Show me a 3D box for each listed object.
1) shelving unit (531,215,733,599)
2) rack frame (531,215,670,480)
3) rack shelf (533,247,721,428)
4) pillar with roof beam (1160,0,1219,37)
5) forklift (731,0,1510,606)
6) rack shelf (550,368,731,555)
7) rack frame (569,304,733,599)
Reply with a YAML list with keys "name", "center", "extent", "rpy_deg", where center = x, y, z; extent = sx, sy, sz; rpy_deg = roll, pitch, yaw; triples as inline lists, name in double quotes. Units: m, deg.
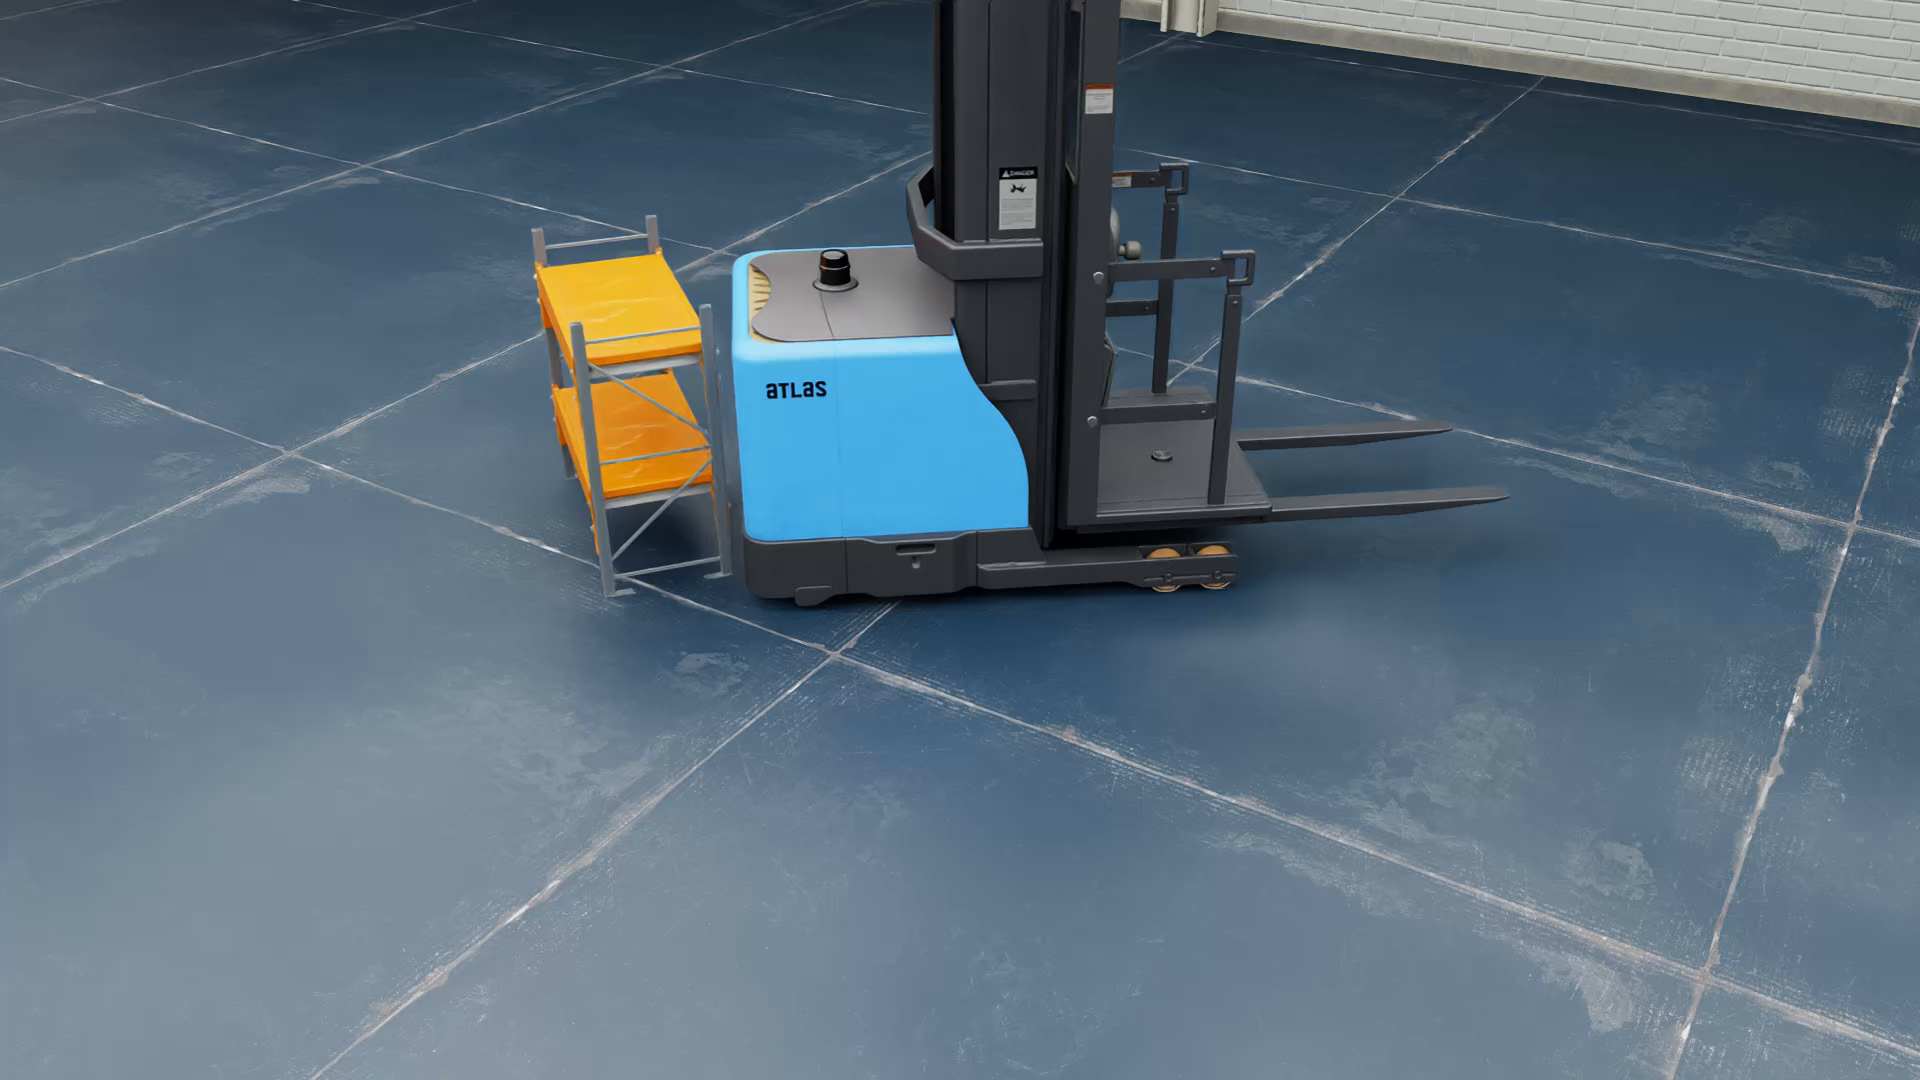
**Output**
- name: "shelving unit"
  center: [-1.301, -0.553, 6.581]
  extent: [0.538, 1.125, 1.048]
  rpy_deg: [-10, 32, -17]
- name: "rack frame"
  center: [-1.474, -0.794, 6.994]
  extent: [0.500, 1.125, 0.032]
  rpy_deg: [-10, 32, -17]
- name: "rack shelf"
  center: [-1.301, -0.806, 6.434]
  extent: [0.538, 0.278, 1.000]
  rpy_deg: [-10, 32, -17]
- name: "pillar with roof beam"
  center: [-0.331, -6.414, 8.814]
  extent: [0.400, 9.000, 9.100]
  rpy_deg: [18, 35, 27]
- name: "forklift"
  center: [0.646, -1.327, 6.116]
  extent: [3.031, 2.935, 1.130]
  rpy_deg: [-3, 30, -6]
- name: "rack shelf"
  center: [-1.301, -0.342, 6.705]
  extent: [0.538, 0.278, 1.000]
  rpy_deg: [-10, 32, -17]
- name: "rack frame"
  center: [-1.128, -0.312, 6.168]
  extent: [0.500, 1.125, 0.032]
  rpy_deg: [-10, 32, -17]
